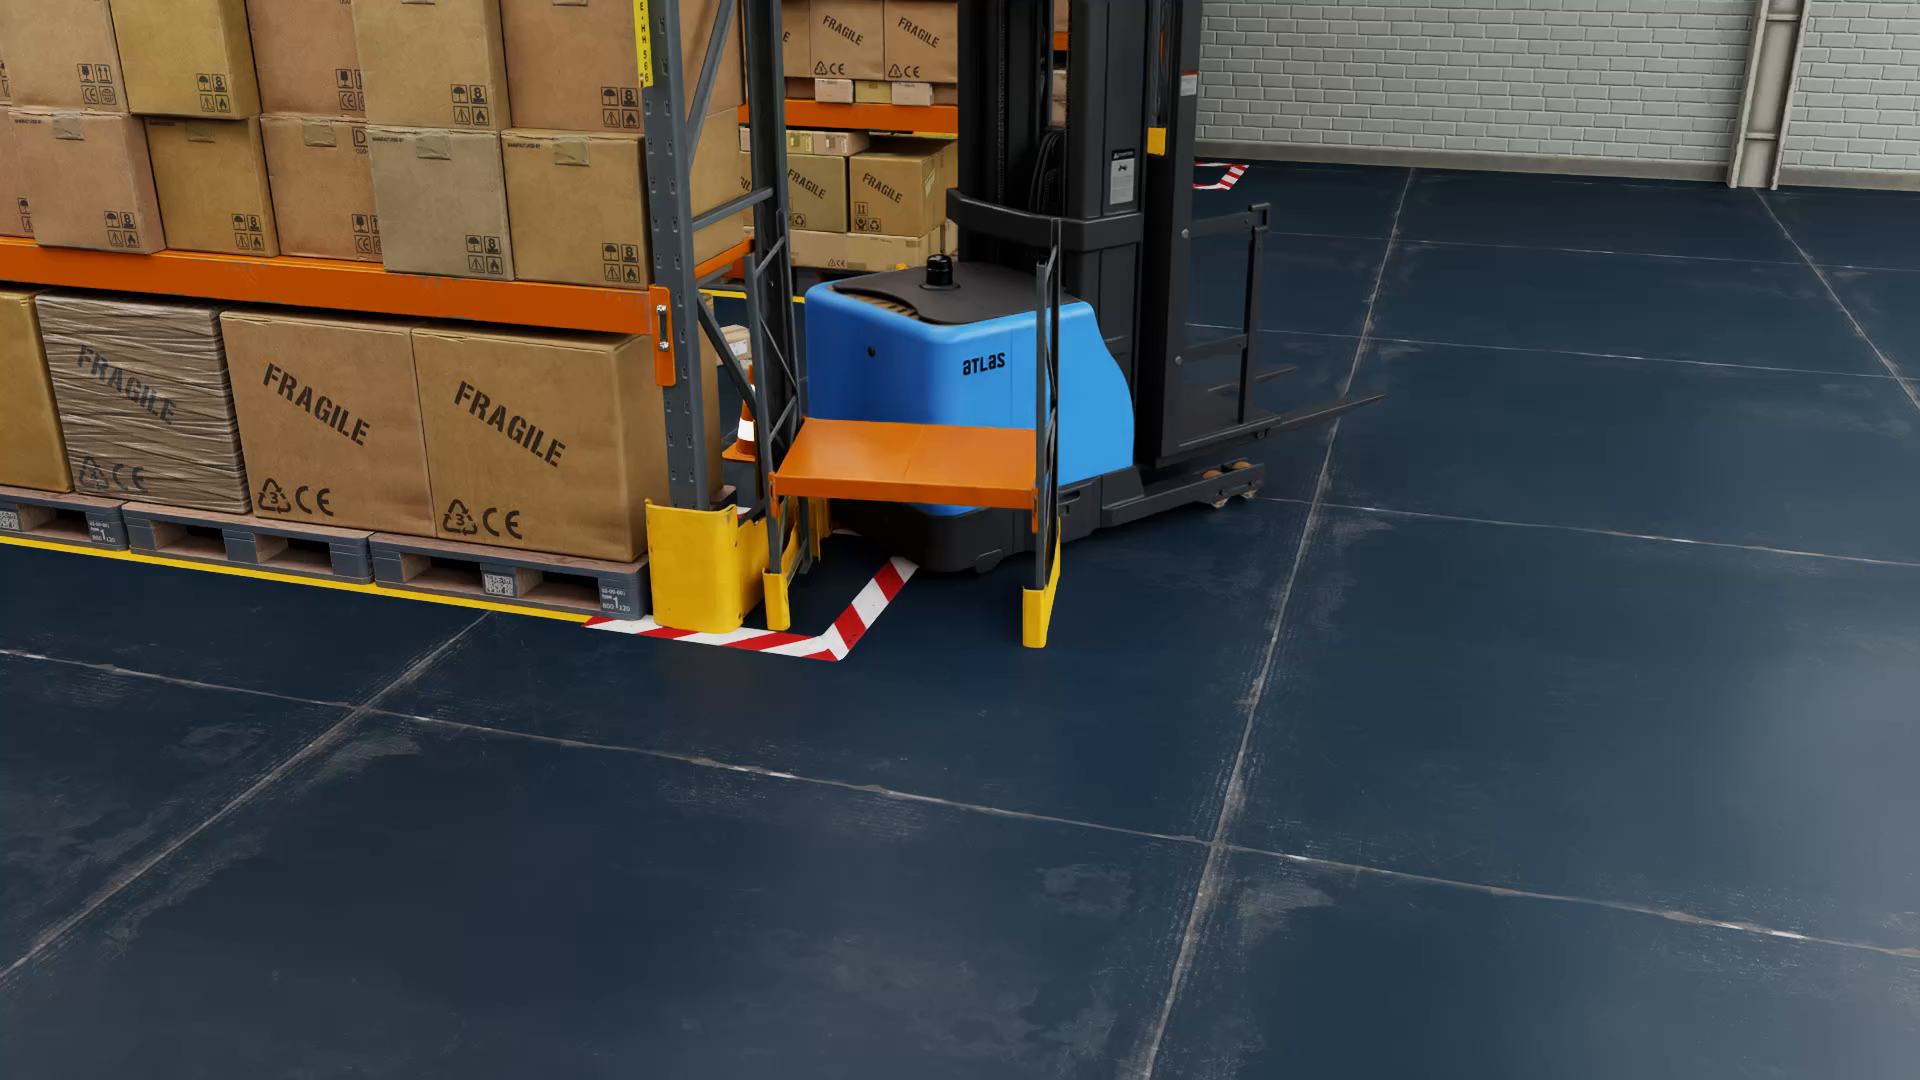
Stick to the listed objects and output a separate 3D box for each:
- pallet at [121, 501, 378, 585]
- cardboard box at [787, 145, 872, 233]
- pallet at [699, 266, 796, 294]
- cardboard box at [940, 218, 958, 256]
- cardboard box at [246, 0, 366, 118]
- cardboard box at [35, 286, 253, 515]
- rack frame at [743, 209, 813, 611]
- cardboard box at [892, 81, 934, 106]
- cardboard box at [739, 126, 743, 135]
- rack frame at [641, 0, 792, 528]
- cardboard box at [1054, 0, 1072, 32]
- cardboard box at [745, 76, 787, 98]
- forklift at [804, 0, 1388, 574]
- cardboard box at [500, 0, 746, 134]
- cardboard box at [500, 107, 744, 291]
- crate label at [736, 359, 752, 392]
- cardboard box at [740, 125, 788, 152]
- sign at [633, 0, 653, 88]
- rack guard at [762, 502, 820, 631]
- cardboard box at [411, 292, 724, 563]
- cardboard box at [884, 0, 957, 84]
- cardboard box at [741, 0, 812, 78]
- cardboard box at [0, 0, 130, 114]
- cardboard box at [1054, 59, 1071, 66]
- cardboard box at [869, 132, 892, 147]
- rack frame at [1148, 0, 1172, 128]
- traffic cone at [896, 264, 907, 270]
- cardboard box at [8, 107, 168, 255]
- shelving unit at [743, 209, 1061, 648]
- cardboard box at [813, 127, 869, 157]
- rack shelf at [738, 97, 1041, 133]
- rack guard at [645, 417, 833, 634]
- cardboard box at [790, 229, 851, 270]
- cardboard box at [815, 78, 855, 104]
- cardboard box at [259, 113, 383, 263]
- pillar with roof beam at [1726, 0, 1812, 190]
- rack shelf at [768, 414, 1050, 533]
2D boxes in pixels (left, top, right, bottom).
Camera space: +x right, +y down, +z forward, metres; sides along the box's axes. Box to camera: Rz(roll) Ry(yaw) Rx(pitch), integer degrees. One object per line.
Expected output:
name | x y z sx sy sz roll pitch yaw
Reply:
pallet | -2.855 -0.157 7.375 1.213 0.211 1.003 7 23 15
cardboard box | -0.912 -2.381 11.205 0.500 0.500 0.500 7 23 17
pallet | -1.574 -2.018 11.911 1.213 0.211 1.003 7 23 16
cardboard box | -0.262 -2.174 11.688 0.500 0.250 0.500 6 23 15
cardboard box | -2.297 -2.015 6.609 0.550 0.550 0.875 7 23 16
cardboard box | -3.286 -0.712 7.299 0.875 0.875 0.875 7 23 16
rack frame | -0.679 -0.447 6.301 0.032 1.500 0.500 3 30 8
cardboard box | -0.264 -2.898 10.713 0.250 0.149 0.380 6 23 15
cardboard box | -1.779 -2.693 11.964 0.500 0.500 0.500 8 24 18
rack frame | -0.903 -1.254 6.374 0.127 3.000 1.000 7 23 16
cardboard box | 0.820 -4.932 15.210 0.500 0.500 0.500 7 23 17
cardboard box | -1.234 -3.025 11.023 0.250 0.149 0.380 6 23 15
forklift | 0.795 -1.650 7.431 3.031 2.935 1.130 -16 27 -35
cardboard box | -1.247 -1.877 6.274 0.550 0.550 0.875 7 23 16
cardboard box | -1.271 -1.347 6.405 0.550 0.550 0.875 7 23 16
crate label | -1.119 -0.940 9.382 0.298 0.136 0.250 -5 23 -12
cardboard box | -1.274 -2.700 11.126 0.250 0.149 0.380 8 23 18
sign | -1.073 -1.703 5.632 0.005 0.325 0.100 7 23 16
rack guard | -0.665 0.097 6.608 0.087 0.250 0.587 3 30 8
cardboard box | -1.571 -0.515 6.820 0.875 0.875 0.875 7 23 16
cardboard box | -0.169 -3.207 10.611 0.500 0.500 0.500 6 23 15
cardboard box | -1.125 -3.319 10.886 0.500 0.500 0.500 6 23 15
cardboard box | -3.351 -2.081 6.770 0.550 0.550 0.875 7 23 16
cardboard box | 0.976 -4.427 15.862 0.500 0.250 0.500 7 23 16
cardboard box | -0.787 -2.579 11.688 0.500 0.500 0.500 6 23 14
rack frame | 1.861 -4.867 15.183 0.127 3.000 1.000 7 23 16
traffic cone | -0.354 -1.468 10.239 0.334 0.463 0.336 7 23 16
cardboard box | -3.359 -1.571 6.951 0.550 0.550 0.875 7 23 16
shelving unit | -0.186 -0.418 6.228 1.083 1.500 0.587 3 30 8
cardboard box | -0.783 -2.641 10.984 0.250 0.149 0.380 7 23 17
rack shelf | -1.484 -2.950 11.456 4.000 0.370 1.077 7 23 16
rack guard | -0.880 -0.095 6.842 0.348 0.500 1.175 7 23 16
cardboard box | -0.915 -2.036 11.351 0.500 0.250 0.500 7 23 16
cardboard box | -0.758 -2.951 10.843 0.250 0.149 0.380 7 23 16
cardboard box | -2.304 -1.507 6.793 0.550 0.550 0.875 7 23 16
pillar with roof beam | 5.955 -5.825 9.612 0.400 9.000 9.100 7 23 16
rack shelf | -0.173 -0.261 6.315 1.000 0.185 0.538 3 30 8
